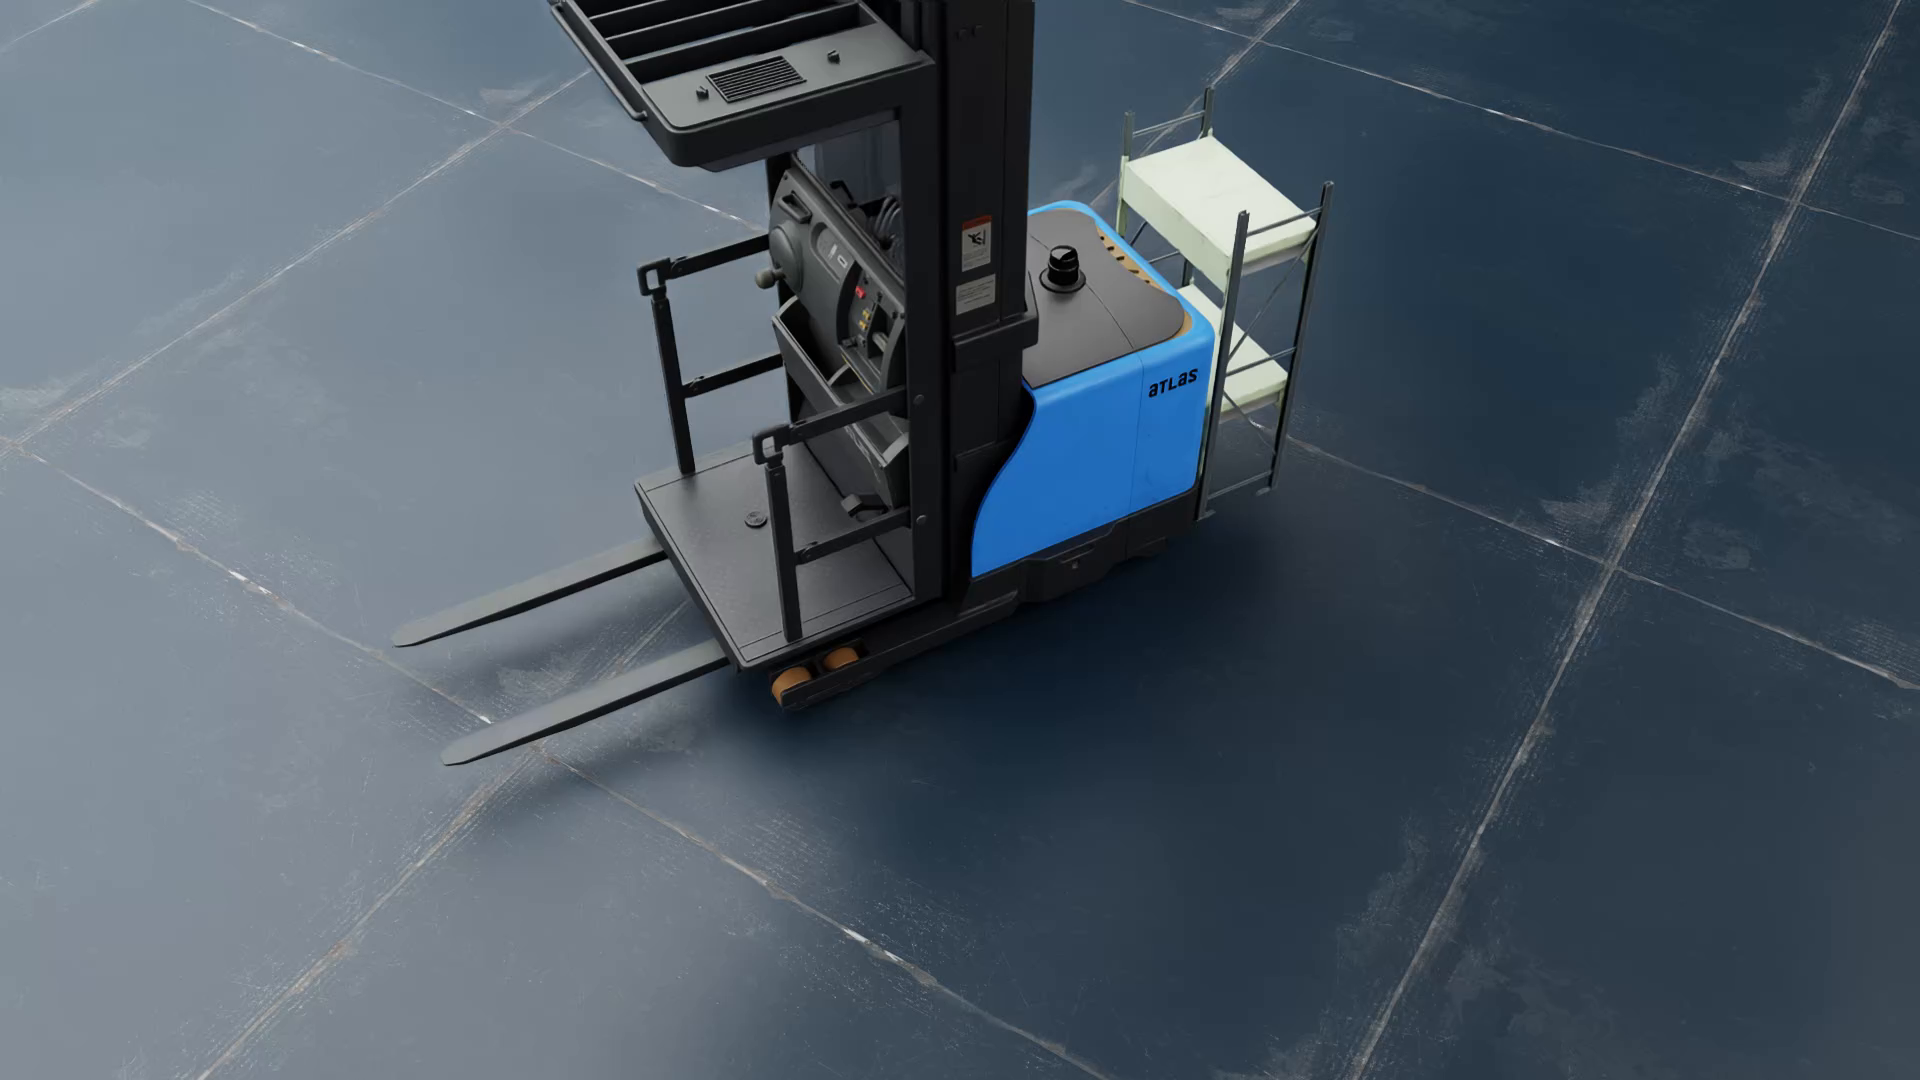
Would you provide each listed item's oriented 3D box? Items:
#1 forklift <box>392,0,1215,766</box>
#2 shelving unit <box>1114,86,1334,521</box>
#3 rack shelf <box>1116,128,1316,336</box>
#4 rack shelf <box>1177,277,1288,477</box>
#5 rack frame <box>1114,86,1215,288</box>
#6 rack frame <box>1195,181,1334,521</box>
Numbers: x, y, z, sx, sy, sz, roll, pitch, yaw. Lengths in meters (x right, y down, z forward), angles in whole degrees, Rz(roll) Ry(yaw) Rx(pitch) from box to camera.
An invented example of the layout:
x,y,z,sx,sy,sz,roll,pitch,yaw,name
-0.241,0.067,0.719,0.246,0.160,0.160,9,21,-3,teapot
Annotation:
x,y,z,sx,sy,sz,roll,pitch,yaw,name
-0.599,-0.827,5.510,3.031,2.935,1.130,-22,50,-20,forklift
0.968,-0.905,6.584,0.431,1.500,0.755,-22,50,-20,shelving unit
0.968,-1.177,6.304,0.431,0.370,0.720,-22,50,-20,rack shelf
0.968,-0.678,6.818,0.431,0.370,0.720,-22,50,-20,rack shelf
0.792,-1.135,6.807,0.400,1.500,0.023,-22,50,-20,rack frame
1.145,-0.676,6.361,0.400,1.500,0.023,-22,50,-20,rack frame
